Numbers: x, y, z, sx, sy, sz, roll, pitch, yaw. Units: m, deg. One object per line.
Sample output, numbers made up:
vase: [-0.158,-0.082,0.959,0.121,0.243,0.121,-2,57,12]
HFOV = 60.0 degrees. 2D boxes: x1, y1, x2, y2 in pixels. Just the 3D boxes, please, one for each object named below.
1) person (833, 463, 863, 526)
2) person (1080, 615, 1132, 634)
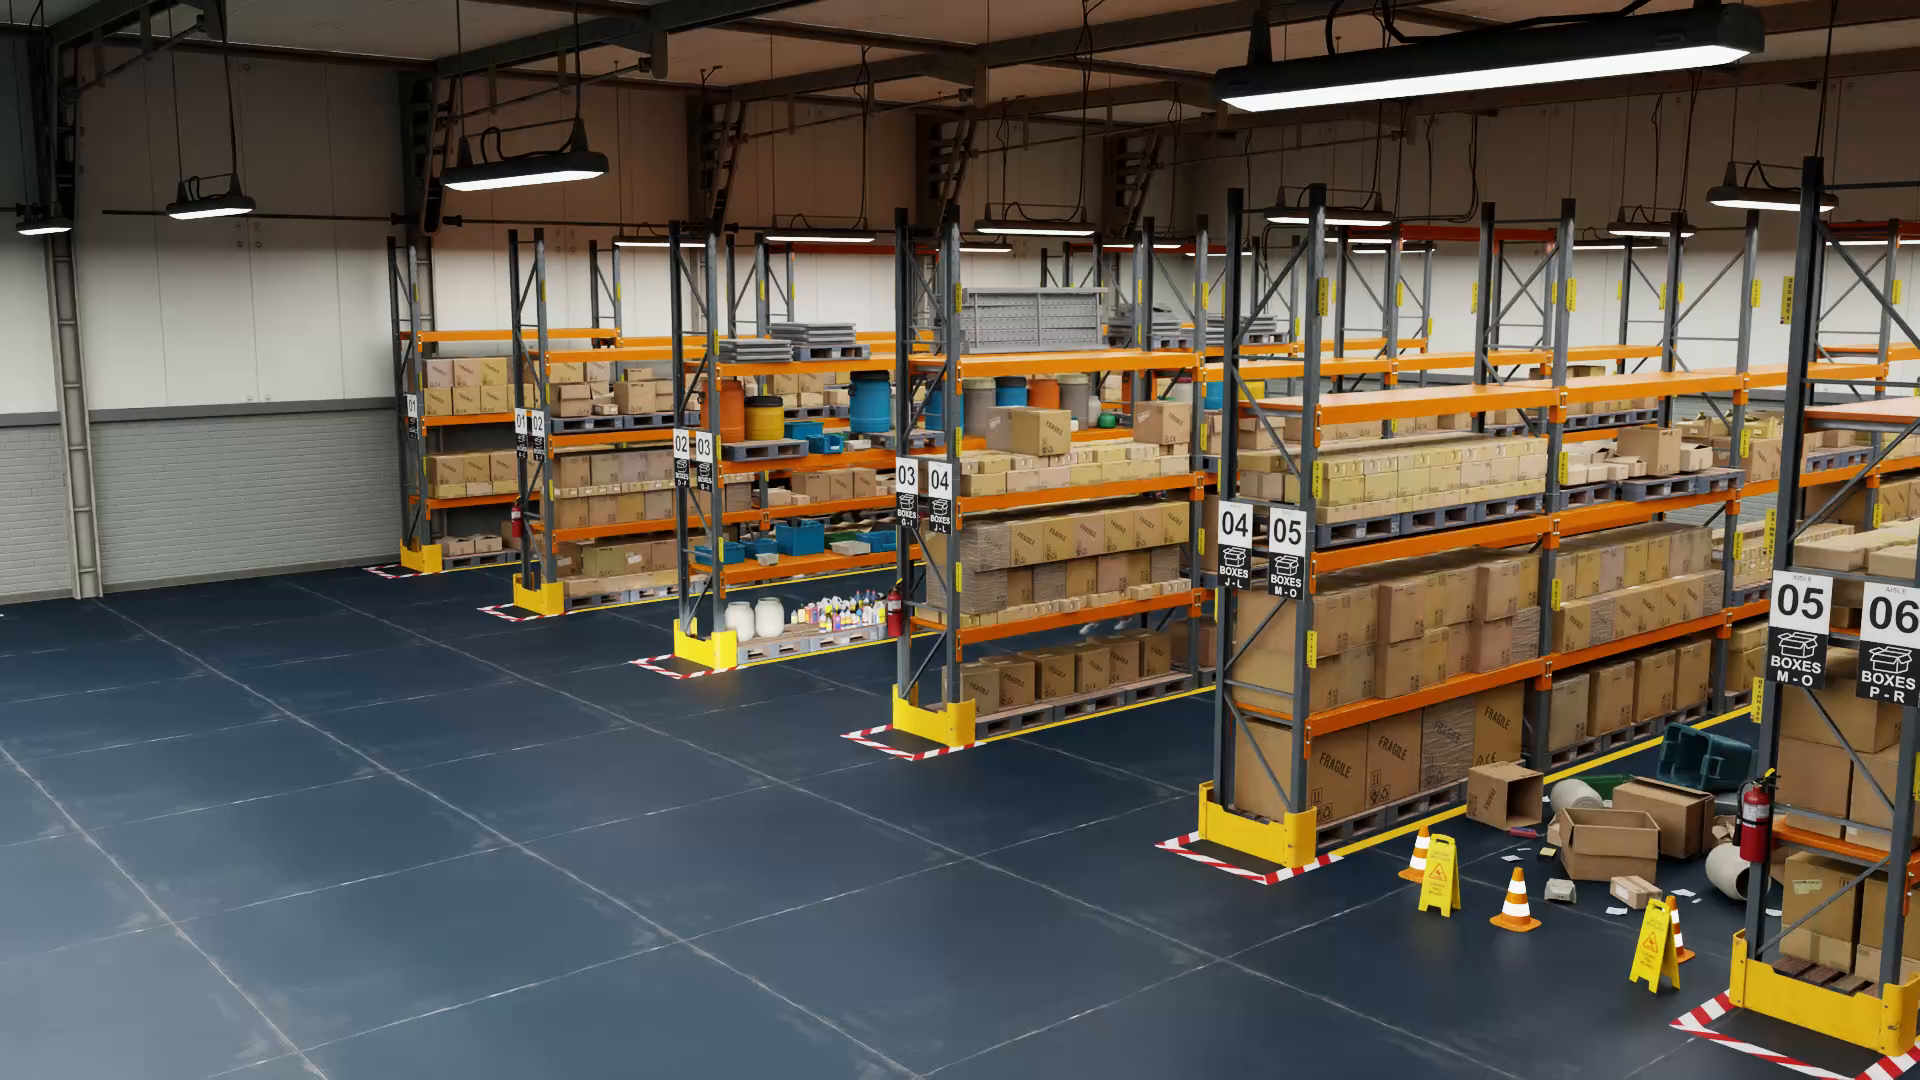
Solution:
person: [-2.236,-0.779,33.401,0.936,1.811,0.776,-8,12,-41]
person: [2.111,0.465,23.440,0.795,1.722,0.471,-5,10,-32]
